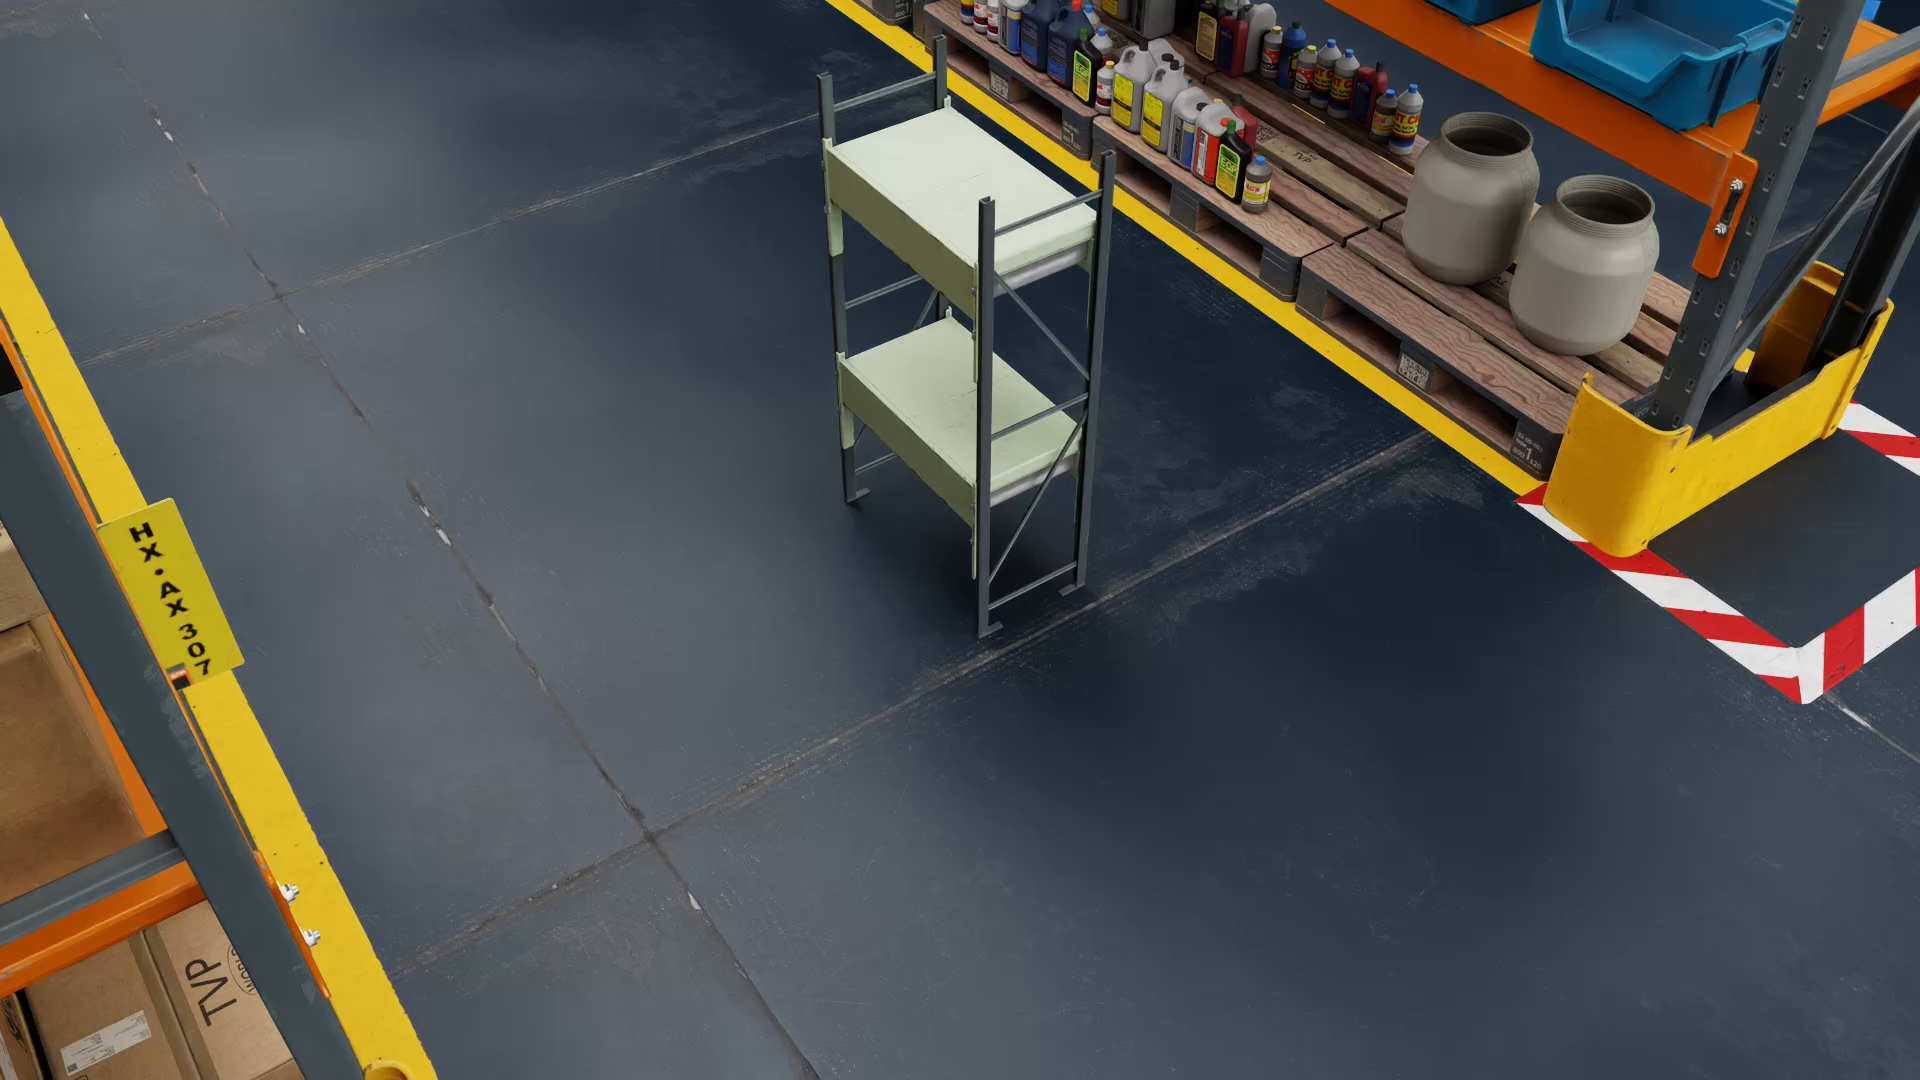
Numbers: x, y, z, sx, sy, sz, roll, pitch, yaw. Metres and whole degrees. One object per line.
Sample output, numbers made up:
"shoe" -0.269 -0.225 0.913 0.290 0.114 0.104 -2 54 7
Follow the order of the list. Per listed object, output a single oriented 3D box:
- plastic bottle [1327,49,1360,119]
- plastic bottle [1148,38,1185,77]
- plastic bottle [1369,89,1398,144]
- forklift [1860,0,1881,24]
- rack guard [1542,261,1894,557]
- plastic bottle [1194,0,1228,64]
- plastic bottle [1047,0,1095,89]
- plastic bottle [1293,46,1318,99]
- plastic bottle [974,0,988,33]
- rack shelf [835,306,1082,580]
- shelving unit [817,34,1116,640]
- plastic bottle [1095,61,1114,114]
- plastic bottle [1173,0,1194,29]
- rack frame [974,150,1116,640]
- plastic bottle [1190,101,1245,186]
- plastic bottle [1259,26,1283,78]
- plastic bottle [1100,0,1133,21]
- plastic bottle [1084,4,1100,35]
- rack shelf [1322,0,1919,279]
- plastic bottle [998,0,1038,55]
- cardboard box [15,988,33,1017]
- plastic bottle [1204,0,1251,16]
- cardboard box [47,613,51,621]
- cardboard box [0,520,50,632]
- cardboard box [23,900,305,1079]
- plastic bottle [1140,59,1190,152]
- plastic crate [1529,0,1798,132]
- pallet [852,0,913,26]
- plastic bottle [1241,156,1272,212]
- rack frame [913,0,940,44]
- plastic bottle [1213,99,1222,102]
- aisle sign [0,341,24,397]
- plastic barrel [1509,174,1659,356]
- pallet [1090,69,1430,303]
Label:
"plastic bottle" 1.538 -1.832 6.654 0.097 0.271 0.097 0 44 0
"plastic bottle" 0.807 -1.859 6.679 0.152 0.276 0.135 -26 49 -24
"plastic bottle" 1.674 -1.671 6.537 0.097 0.201 0.097 0 44 0
"forklift" 3.368 -4.052 7.372 1.130 2.935 3.031 -1 44 -1
"rack guard" 2.433 -0.436 5.345 1.175 0.500 0.348 -26 49 -24
"plastic bottle" 1.057 -2.160 6.989 0.061 0.283 0.133 -26 49 -24
"plastic bottle" 0.456 -2.054 6.829 0.144 0.351 0.185 -28 50 -26
"plastic bottle" 1.424 -1.920 6.797 0.097 0.201 0.097 0 44 0
"plastic bottle" 0.108 -2.317 7.213 0.097 0.201 0.097 0 44 0
"rack shelf" 0.004 -0.303 4.953 0.431 0.370 0.720 -26 49 -24
"shelving unit" 0.004 -0.539 4.728 0.431 1.500 0.755 -26 49 -24
"plastic bottle" 0.599 -1.831 6.703 0.097 0.201 0.097 0 44 0
"plastic bottle" 0.941 -2.423 7.215 0.144 0.351 0.185 -28 50 -26
"rack frame" 0.213 -0.331 4.511 0.400 1.500 0.023 -26 49 -24
"plastic bottle" 0.983 -1.510 6.314 0.152 0.276 0.135 -25 49 -24
"plastic bottle" 1.306 -2.036 6.919 0.097 0.201 0.097 0 44 0
"plastic bottle" 0.713 -2.475 7.270 0.144 0.351 0.185 -26 49 -24
"plastic bottle" 0.530 -2.098 6.933 0.097 0.271 0.097 0 44 0
"rack shelf" 1.371 -2.188 5.891 1.077 0.370 4.000 -26 49 -24
"plastic bottle" 0.257 -2.229 7.067 0.152 0.276 0.135 -24 49 -23
"cardboard box" -2.395 1.016 3.701 0.500 0.250 0.500 -26 49 -24
"plastic bottle" 1.126 -2.240 7.024 0.144 0.351 0.185 -26 49 -25
"cardboard box" -2.111 0.038 2.966 0.700 0.500 0.500 -24 49 -23
"cardboard box" -1.598 0.061 2.472 0.380 0.149 0.250 -26 49 -25
"cardboard box" -1.674 1.090 3.623 0.500 0.250 0.500 -26 49 -24
"plastic bottle" 0.806 -1.708 6.467 0.144 0.351 0.185 -24 49 -23
"plastic crate" 1.983 -1.427 4.681 0.499 0.251 0.616 -26 49 -24
"pallet" -0.254 -3.002 8.242 1.003 0.211 1.213 -26 49 -24
"plastic bottle" 1.105 -1.330 6.179 0.097 0.201 0.097 0 44 0
"rack frame" 0.227 -3.581 6.829 1.000 3.000 0.127 -26 49 -24
"plastic bottle" 0.996 -1.622 6.485 0.097 0.201 0.097 0 44 0
"aisle sign" -1.261 -0.385 1.599 0.394 0.787 0.004 -26 49 -24
"plastic barrel" 2.076 -0.911 5.529 0.421 0.512 0.421 0 44 0
"pallet" 1.279 -1.484 6.652 1.003 0.211 1.213 -26 49 -24
